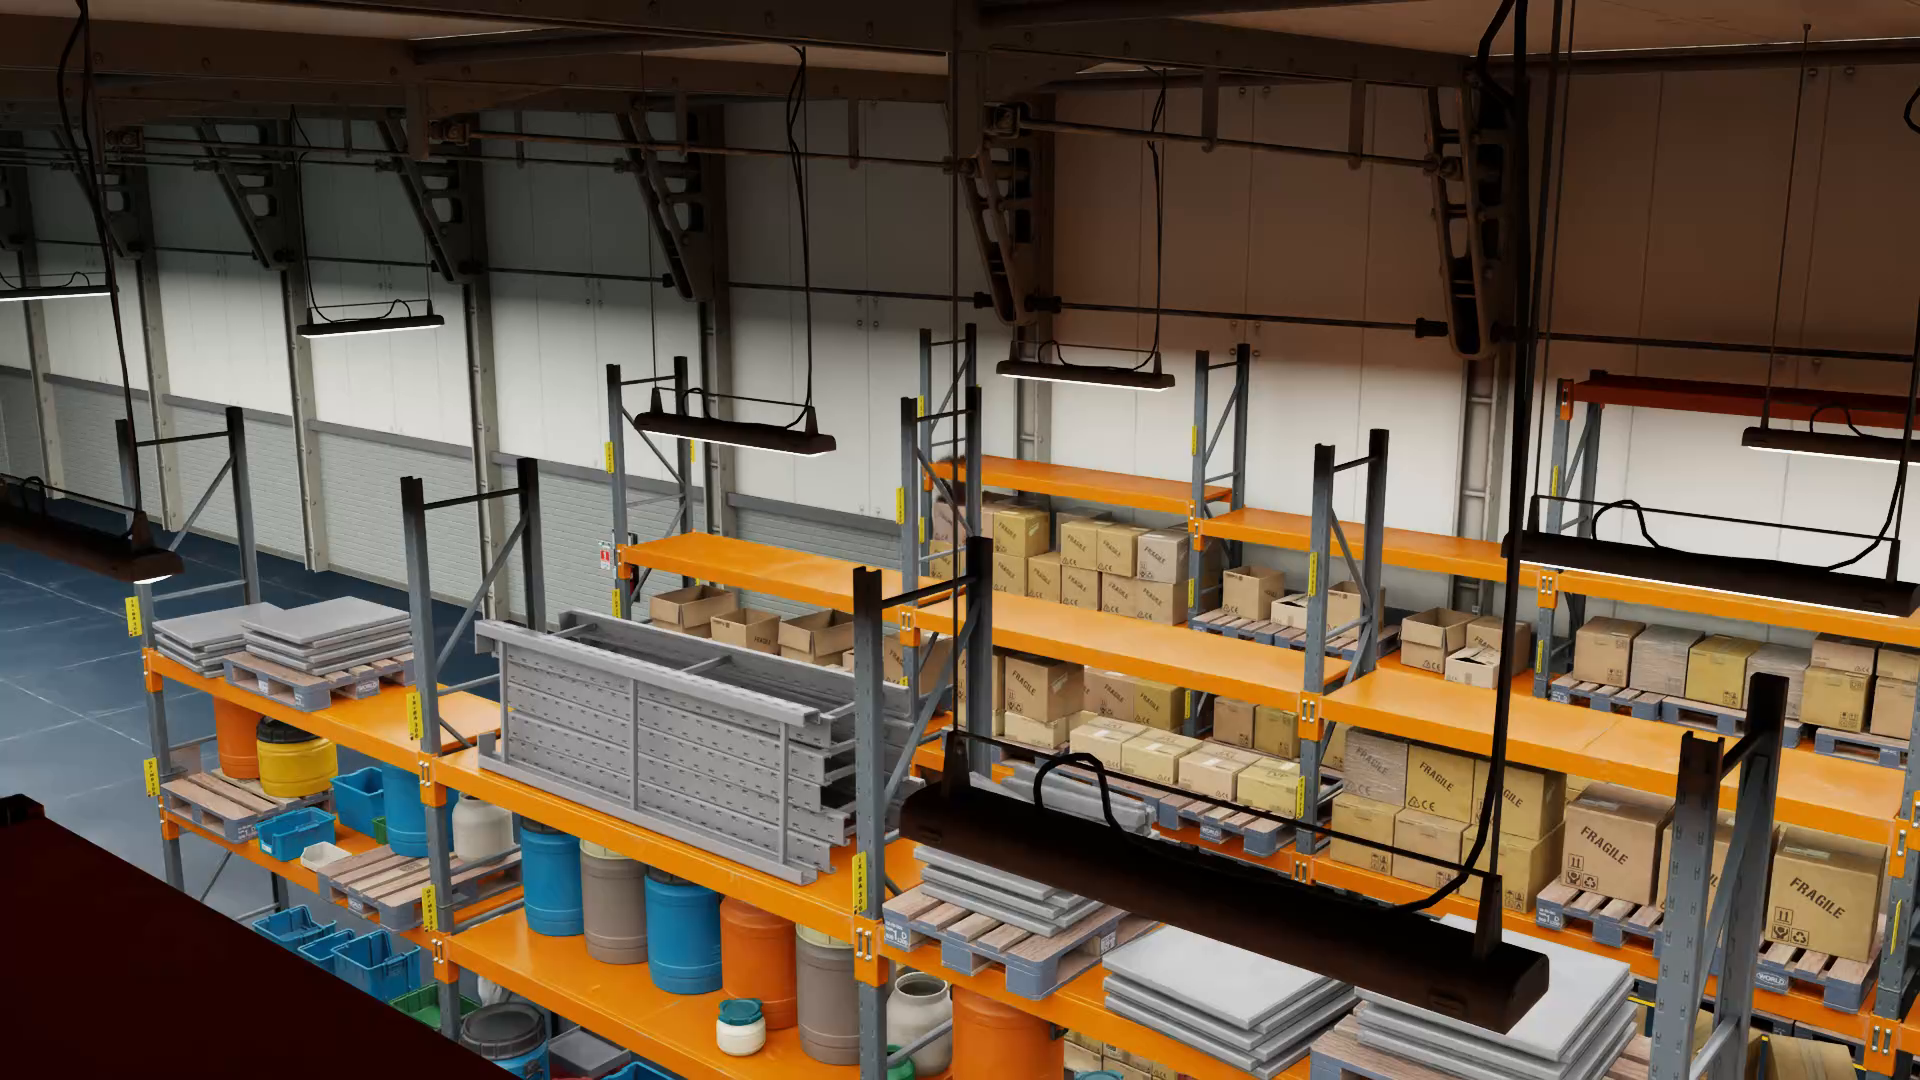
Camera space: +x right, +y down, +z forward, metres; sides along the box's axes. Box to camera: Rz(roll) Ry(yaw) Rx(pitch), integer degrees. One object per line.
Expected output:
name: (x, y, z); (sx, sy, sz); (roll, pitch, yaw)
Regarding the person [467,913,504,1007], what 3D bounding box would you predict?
person: (-4.472, 3.777, 15.731); (0.464, 1.682, 0.539); (-11, 17, -41)
